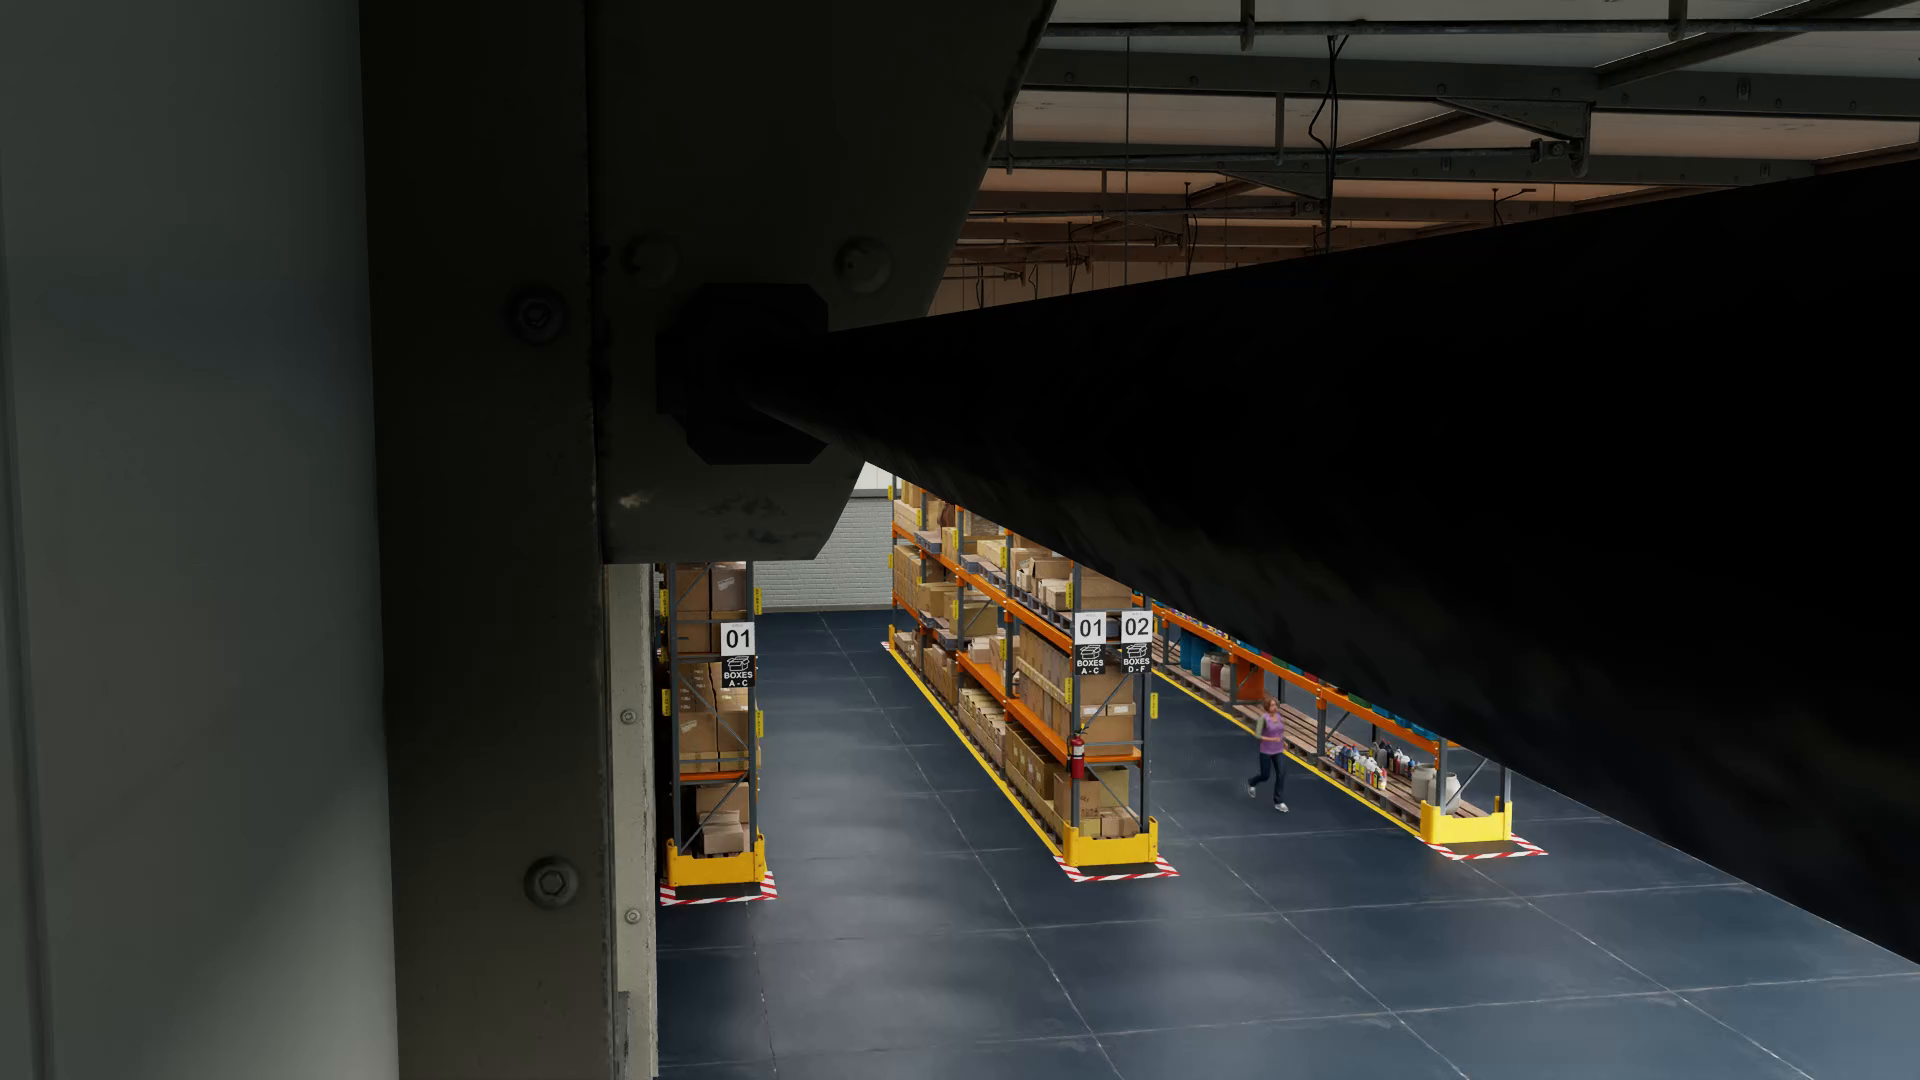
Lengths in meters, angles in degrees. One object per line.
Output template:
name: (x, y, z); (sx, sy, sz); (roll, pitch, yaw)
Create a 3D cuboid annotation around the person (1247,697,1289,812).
person: (4.388, 3.003, 23.534); (0.552, 1.575, 0.819); (-3, 7, -25)
